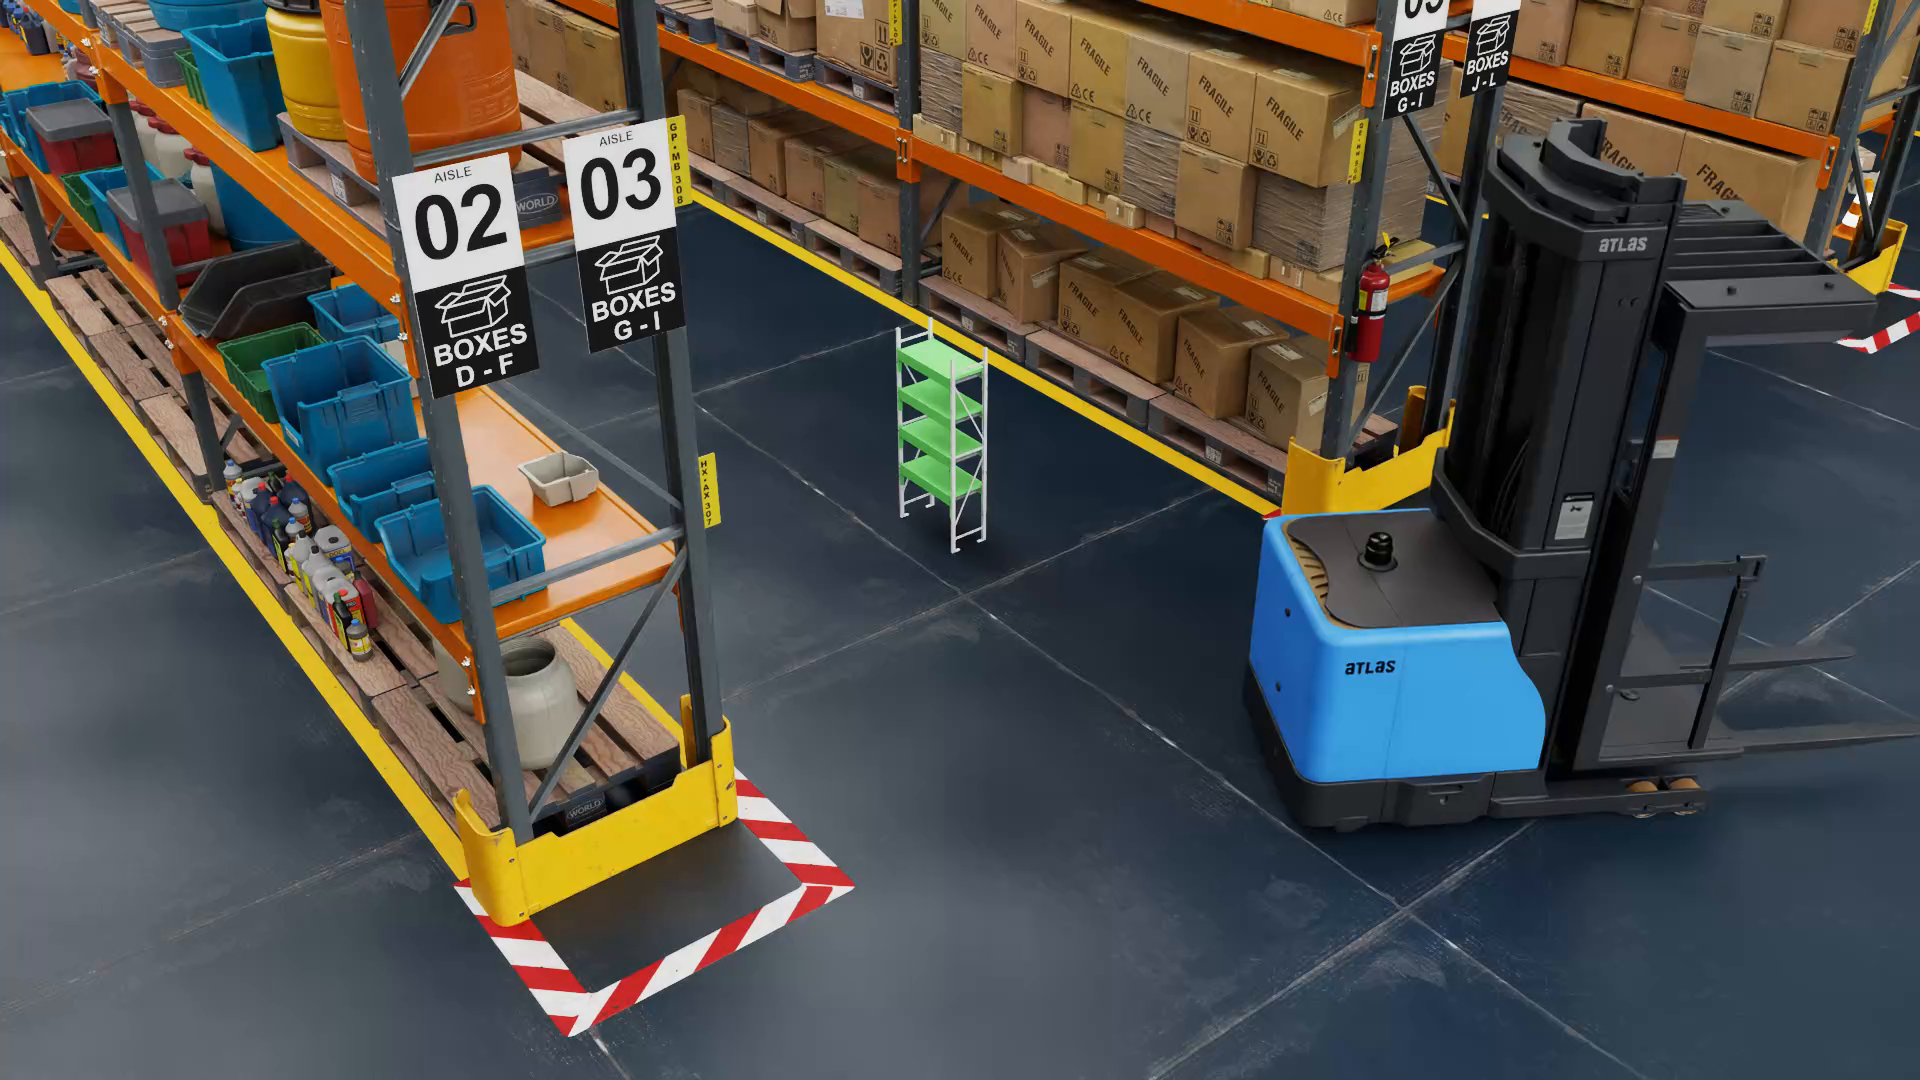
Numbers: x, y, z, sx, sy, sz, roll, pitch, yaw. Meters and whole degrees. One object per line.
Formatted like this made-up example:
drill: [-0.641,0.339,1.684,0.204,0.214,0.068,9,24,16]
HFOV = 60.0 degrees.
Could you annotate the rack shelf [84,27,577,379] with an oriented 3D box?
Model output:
rack shelf: [-2.682,-1.702,7.214,1.077,0.370,4.000,-22,38,-31]

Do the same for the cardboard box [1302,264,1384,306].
cardboard box: [2.119,-1.448,9.203,0.380,0.149,0.250,-22,38,-31]

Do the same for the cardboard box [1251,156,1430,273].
cardboard box: [2.141,-1.910,9.332,0.875,0.500,0.500,-22,38,-31]

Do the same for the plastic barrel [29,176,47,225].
plastic barrel: [-7.092,-2.761,13.039,0.421,0.512,0.421,0,32,0]

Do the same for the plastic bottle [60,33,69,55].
plastic bottle: [-6.988,-3.907,13.046,0.097,0.271,0.097,0,32,0]

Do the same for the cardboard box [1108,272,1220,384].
cardboard box: [1.325,-1.390,10.843,0.500,0.500,0.500,-19,36,-27]

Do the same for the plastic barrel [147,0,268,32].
plastic barrel: [-3.383,-2.783,7.399,0.600,0.901,0.708,-22,38,-31]

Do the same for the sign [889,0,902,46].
sign: [-0.432,-3.481,11.140,0.100,0.325,0.005,-22,38,-31]

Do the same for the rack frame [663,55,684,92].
rack frame: [-2.449,-4.837,14.421,1.000,3.000,0.127,-22,38,-31]

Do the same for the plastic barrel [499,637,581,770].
plastic barrel: [-1.920,0.729,7.420,0.421,0.512,0.421,0,32,0]

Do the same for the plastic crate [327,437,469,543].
plastic crate: [-2.393,-0.221,7.131,0.499,0.251,0.408,-22,38,-31]

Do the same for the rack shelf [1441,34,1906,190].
rack shelf: [5.210,-3.593,13.101,1.077,0.370,4.000,-22,38,-31]

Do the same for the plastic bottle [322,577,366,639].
plastic bottle: [-3.061,0.332,8.263,0.152,0.276,0.135,-22,38,-31]

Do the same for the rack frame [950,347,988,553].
rack frame: [0.048,-0.477,9.108,0.240,1.200,0.015,-22,38,-31]

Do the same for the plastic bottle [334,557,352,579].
plastic bottle: [-3.182,0.181,8.577,0.097,0.201,0.097,0,32,0]

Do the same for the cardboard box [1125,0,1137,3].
cardboard box: [1.111,-3.248,10.539,0.500,0.500,0.500,-22,38,-31]

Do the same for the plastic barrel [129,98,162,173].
plastic barrel: [-5.037,-2.581,10.660,0.433,0.535,0.433,0,32,0]

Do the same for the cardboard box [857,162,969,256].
cardboard box: [-0.356,-2.558,12.704,0.700,0.500,0.500,-26,40,-35]

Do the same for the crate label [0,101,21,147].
crate label: [-6.399,-2.866,11.408,0.303,0.233,0.416,-22,38,-31]

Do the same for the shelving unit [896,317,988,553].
shelving unit: [-0.101,-0.579,9.271,0.258,1.200,0.503,-22,38,-31]

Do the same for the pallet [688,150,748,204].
pallet: [-1.971,-3.326,14.632,1.003,0.211,1.213,-22,38,-31]

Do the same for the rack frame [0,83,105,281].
rack frame: [-6.361,-3.234,11.841,1.000,3.000,0.127,-22,38,-31]

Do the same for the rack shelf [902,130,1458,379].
rack shelf: [1.230,-2.031,10.585,1.077,0.370,4.000,-22,38,-31]

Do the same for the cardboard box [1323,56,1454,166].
cardboard box: [2.335,-2.414,9.196,0.500,0.500,0.500,-22,38,-31]

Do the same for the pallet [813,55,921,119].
pallet: [-0.350,-3.454,12.377,1.003,0.211,1.213,-22,38,-31]

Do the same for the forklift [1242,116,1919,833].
forklift: [2.926,-0.272,7.137,3.031,2.935,1.130,-3,32,-5]

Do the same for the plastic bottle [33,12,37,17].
plastic bottle: [-7.433,-4.157,13.449,0.097,0.271,0.097,0,32,0]

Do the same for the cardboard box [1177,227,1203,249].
cardboard box: [1.511,-1.867,9.877,0.380,0.149,0.250,-22,38,-31]

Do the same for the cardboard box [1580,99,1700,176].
cardboard box: [5.428,-2.968,13.029,0.875,0.875,0.875,-23,39,-32]

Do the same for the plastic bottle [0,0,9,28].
plastic bottle: [-7.993,-4.480,13.893,0.144,0.351,0.185,-22,38,-31]

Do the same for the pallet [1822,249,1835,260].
pallet: [5.885,-2.189,12.801,1.003,0.211,1.213,-22,38,-31]

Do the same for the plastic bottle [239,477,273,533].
plastic bottle: [-3.839,-0.197,9.115,0.152,0.276,0.135,-21,37,-30]

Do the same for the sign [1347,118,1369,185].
sign: [2.006,-1.958,8.389,0.100,0.325,0.005,-22,38,-31]

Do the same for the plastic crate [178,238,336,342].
plastic crate: [-3.688,-1.282,8.756,0.767,0.338,0.504,-22,38,-31]

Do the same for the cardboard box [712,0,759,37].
cardboard box: [-1.603,-4.179,13.106,0.500,0.250,0.500,-23,39,-33]

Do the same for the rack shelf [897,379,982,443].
rack shelf: [-0.101,-0.728,9.178,0.258,0.148,0.480,-22,38,-31]

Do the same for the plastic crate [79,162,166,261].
plastic crate: [-4.831,-1.920,9.740,0.392,0.384,0.575,-22,38,-31]

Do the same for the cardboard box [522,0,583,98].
cardboard box: [-3.396,-4.781,15.947,1.225,0.875,0.875,-22,38,-31]

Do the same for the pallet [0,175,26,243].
pallet: [-7.622,-2.873,13.902,1.003,0.211,1.213,-22,38,-31]

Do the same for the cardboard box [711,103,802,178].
cardboard box: [-1.672,-3.462,14.160,0.700,0.500,0.500,-26,40,-35]

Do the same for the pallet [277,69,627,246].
pallet: [-1.886,-1.471,6.338,1.003,0.211,1.213,-22,38,-31]

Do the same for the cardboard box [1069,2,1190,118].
cardboard box: [1.008,-2.872,9.934,0.500,0.500,0.500,-22,38,-31]

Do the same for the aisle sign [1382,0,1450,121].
aisle sign: [2.258,-2.484,8.169,0.394,0.787,0.004,-22,38,-31]

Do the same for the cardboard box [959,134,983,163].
cardboard box: [0.216,-2.672,11.175,0.380,0.149,0.250,-22,38,-31]

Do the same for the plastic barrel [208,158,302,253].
plastic barrel: [-3.906,-2.039,9.442,0.600,0.901,0.708,-22,38,-31]

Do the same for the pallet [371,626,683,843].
pallet: [-2.033,0.928,7.783,1.003,0.211,1.213,-22,38,-31]

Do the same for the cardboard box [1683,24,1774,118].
cardboard box: [5.819,-3.491,12.113,0.875,0.550,0.550,-22,38,-31]

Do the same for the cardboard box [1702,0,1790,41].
cardboard box: [5.830,-3.954,11.835,0.875,0.550,0.550,-22,38,-31]

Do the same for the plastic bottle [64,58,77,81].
plastic bottle: [-6.491,-3.417,12.254,0.152,0.276,0.135,-22,38,-31]

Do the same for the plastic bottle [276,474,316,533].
plastic bottle: [-3.627,-0.205,9.057,0.144,0.351,0.185,-22,38,-31]

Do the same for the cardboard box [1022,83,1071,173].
cardboard box: [0.896,-2.735,10.661,0.875,0.500,0.500,-22,38,-31]

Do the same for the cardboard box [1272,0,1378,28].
cardboard box: [1.961,-2.832,8.493,0.500,0.250,0.500,-21,38,-30]

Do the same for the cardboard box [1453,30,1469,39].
cardboard box: [4.575,-4.424,13.615,0.875,0.550,0.550,-22,38,-31]

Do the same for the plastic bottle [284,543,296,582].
plastic bottle: [-3.470,0.109,8.693,0.097,0.201,0.097,0,32,0]

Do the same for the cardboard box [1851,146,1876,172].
cardboard box: [7.886,-3.390,14.794,0.380,0.149,0.250,-4,32,-7]

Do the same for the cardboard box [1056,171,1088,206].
cardboard box: [0.829,-2.255,10.503,0.380,0.149,0.250,-22,38,-31]

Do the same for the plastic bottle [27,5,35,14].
plastic bottle: [-7.559,-4.274,13.633,0.152,0.276,0.135,-22,38,-31]
